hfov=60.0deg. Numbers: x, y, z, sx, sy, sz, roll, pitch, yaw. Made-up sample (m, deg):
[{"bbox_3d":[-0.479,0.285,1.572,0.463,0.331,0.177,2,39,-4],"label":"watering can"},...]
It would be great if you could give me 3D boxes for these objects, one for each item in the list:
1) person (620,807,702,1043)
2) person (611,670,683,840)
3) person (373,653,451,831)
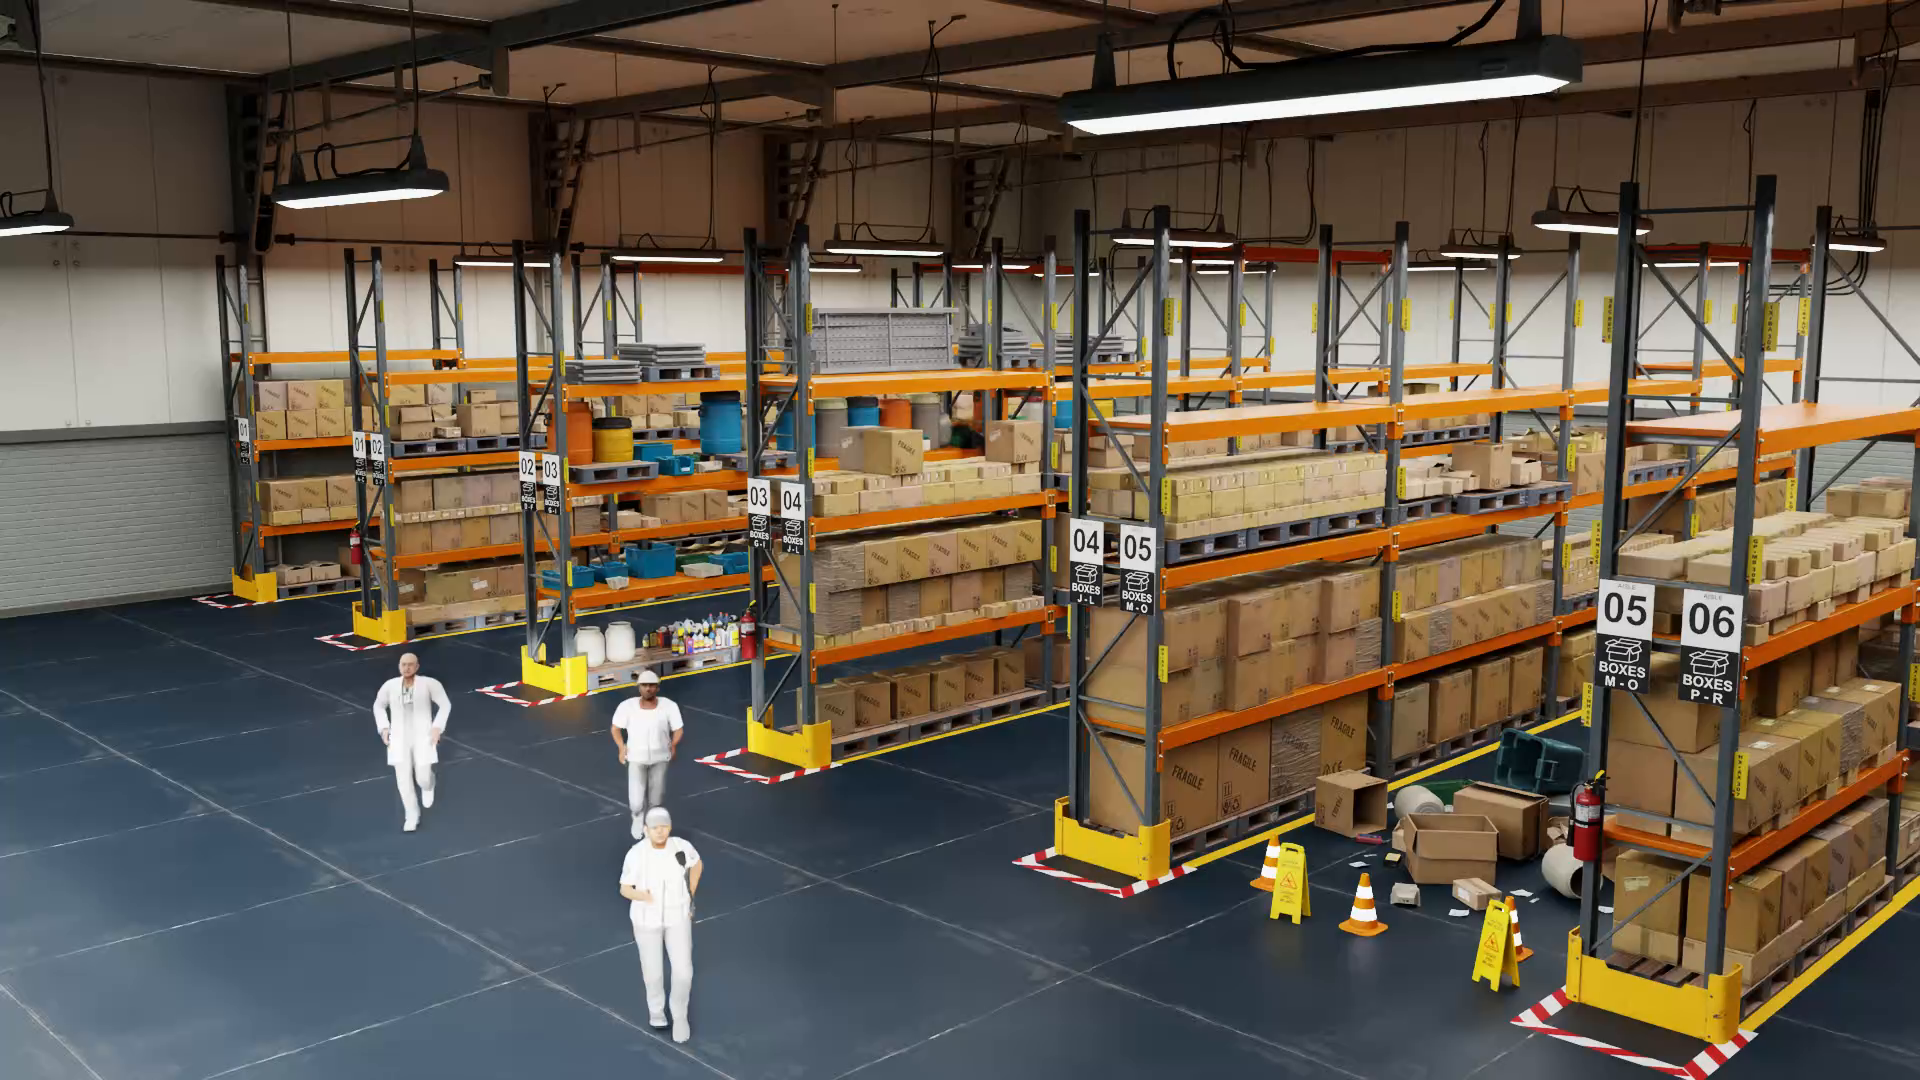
[{"bbox_3d":[-2.086,2.714,11.703,0.586,1.695,0.661,-2,8,-13],"label":"person"},{"bbox_3d":[-2.955,2.086,15.771,0.676,1.720,0.571,-2,8,-12],"label":"person"},{"bbox_3d":[-5.448,1.968,16.561,0.752,1.733,0.774,-1,8,-10],"label":"person"}]
